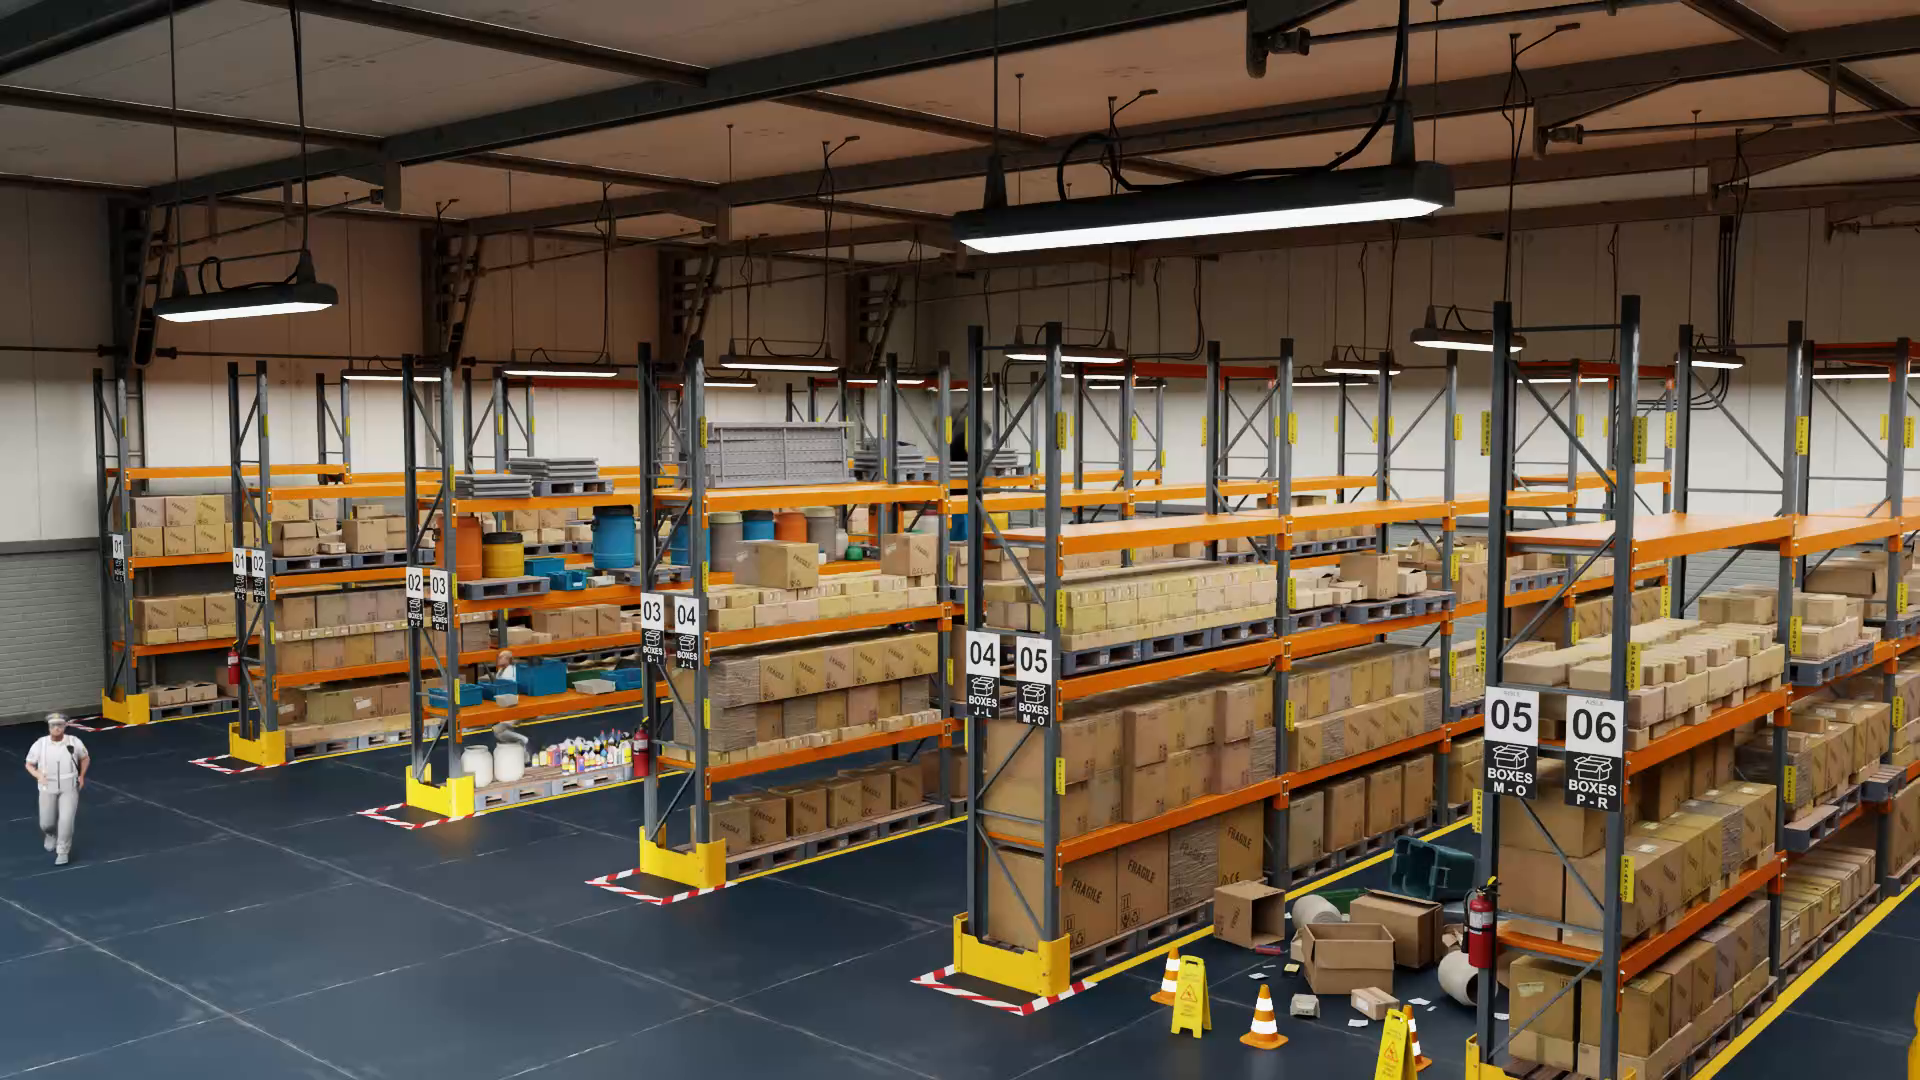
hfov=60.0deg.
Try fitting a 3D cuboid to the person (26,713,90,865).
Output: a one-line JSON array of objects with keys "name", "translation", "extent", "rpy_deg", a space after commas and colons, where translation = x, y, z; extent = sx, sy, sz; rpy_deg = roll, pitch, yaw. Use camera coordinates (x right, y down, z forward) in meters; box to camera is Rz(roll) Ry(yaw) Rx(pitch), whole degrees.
[{"name": "person", "translation": [-10.489, 2.869, 19.360], "extent": [0.664, 1.742, 0.624], "rpy_deg": [-2, 5, -29]}]

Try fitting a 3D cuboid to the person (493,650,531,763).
[{"name": "person", "translation": [-6.664, 2.497, 24.504], "extent": [0.766, 1.738, 0.741], "rpy_deg": [-4, 6, -42]}]

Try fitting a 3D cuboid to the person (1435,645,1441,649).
[{"name": "person", "translation": [7.579, 2.449, 26.030], "extent": [0.601, 1.643, 0.602], "rpy_deg": [-4, 6, -44]}]

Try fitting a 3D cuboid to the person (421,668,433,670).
[{"name": "person", "translation": [-9.235, 2.225, 28.977], "extent": [0.557, 1.651, 0.586], "rpy_deg": [3, 5, 36]}]
